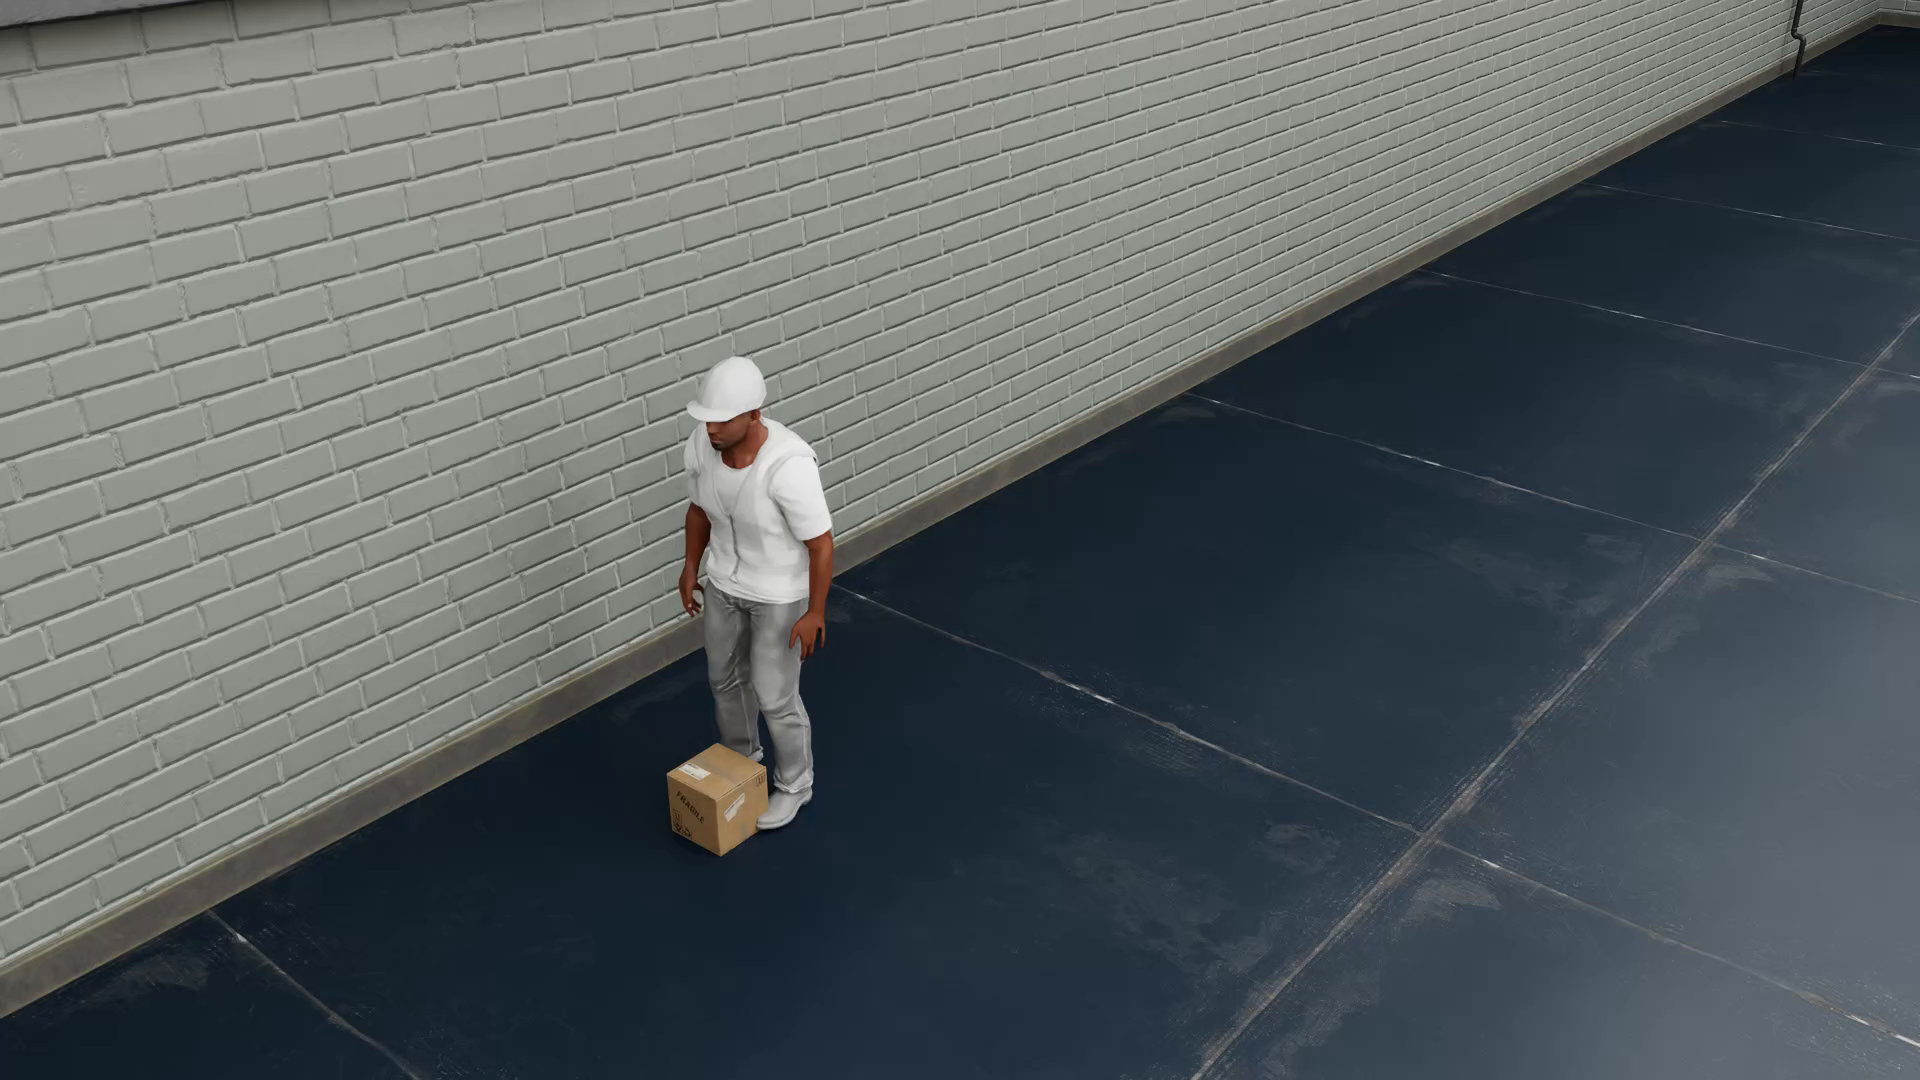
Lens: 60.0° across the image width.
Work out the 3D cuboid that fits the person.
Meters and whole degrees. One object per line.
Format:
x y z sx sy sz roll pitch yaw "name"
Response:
-0.720 0.176 5.757 0.632 1.759 0.462 18 32 31 "person"
